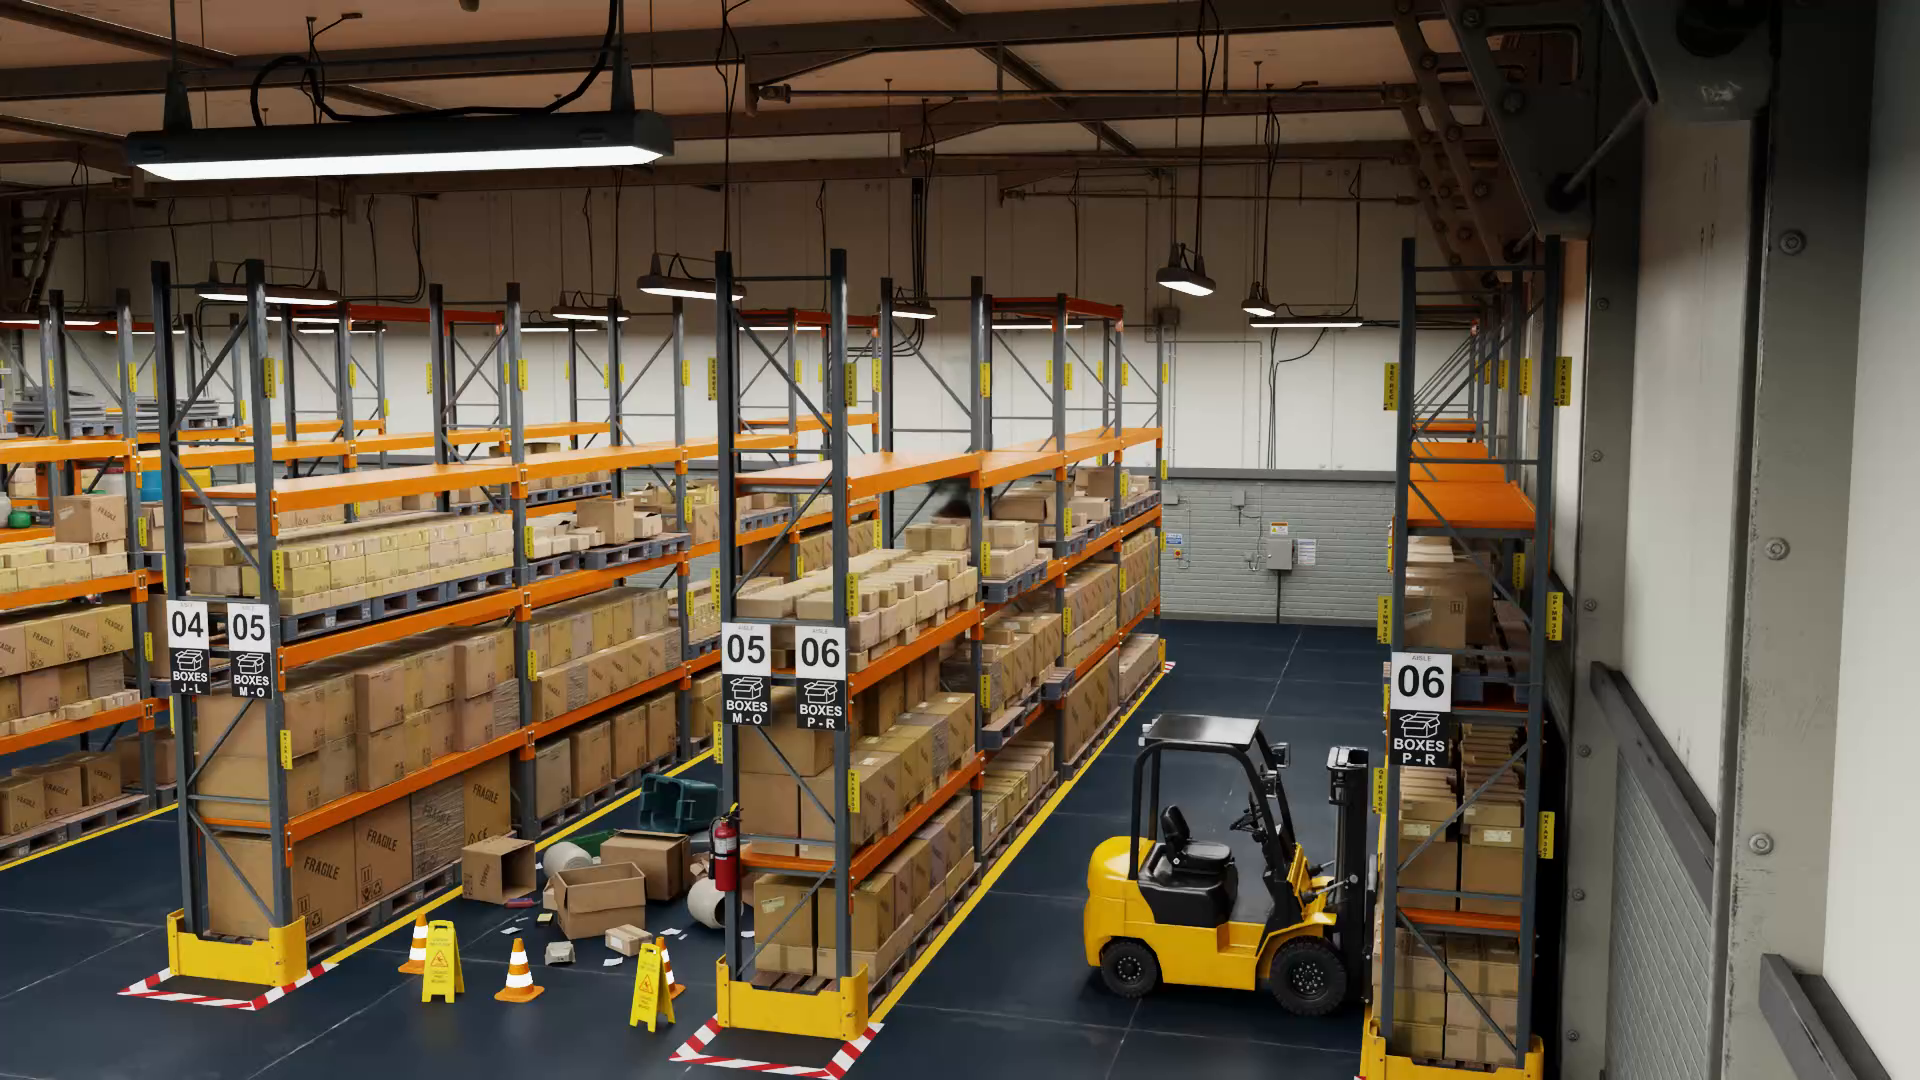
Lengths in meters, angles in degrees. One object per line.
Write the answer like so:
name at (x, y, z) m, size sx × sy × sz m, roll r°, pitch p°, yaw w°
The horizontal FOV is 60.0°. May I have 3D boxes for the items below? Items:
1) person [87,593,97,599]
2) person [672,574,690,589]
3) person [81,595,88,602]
person at (-14.780, 1.330, 28.708) m, size 0.623 × 1.639 × 0.550 m, roll 1°, pitch 6°, yaw 12°
person at (-4.731, 1.319, 28.631) m, size 0.596 × 1.649 × 0.765 m, roll 1°, pitch 6°, yaw 8°
person at (-15.113, 1.222, 29.217) m, size 0.642 × 1.766 × 0.837 m, roll 0°, pitch 6°, yaw 1°
